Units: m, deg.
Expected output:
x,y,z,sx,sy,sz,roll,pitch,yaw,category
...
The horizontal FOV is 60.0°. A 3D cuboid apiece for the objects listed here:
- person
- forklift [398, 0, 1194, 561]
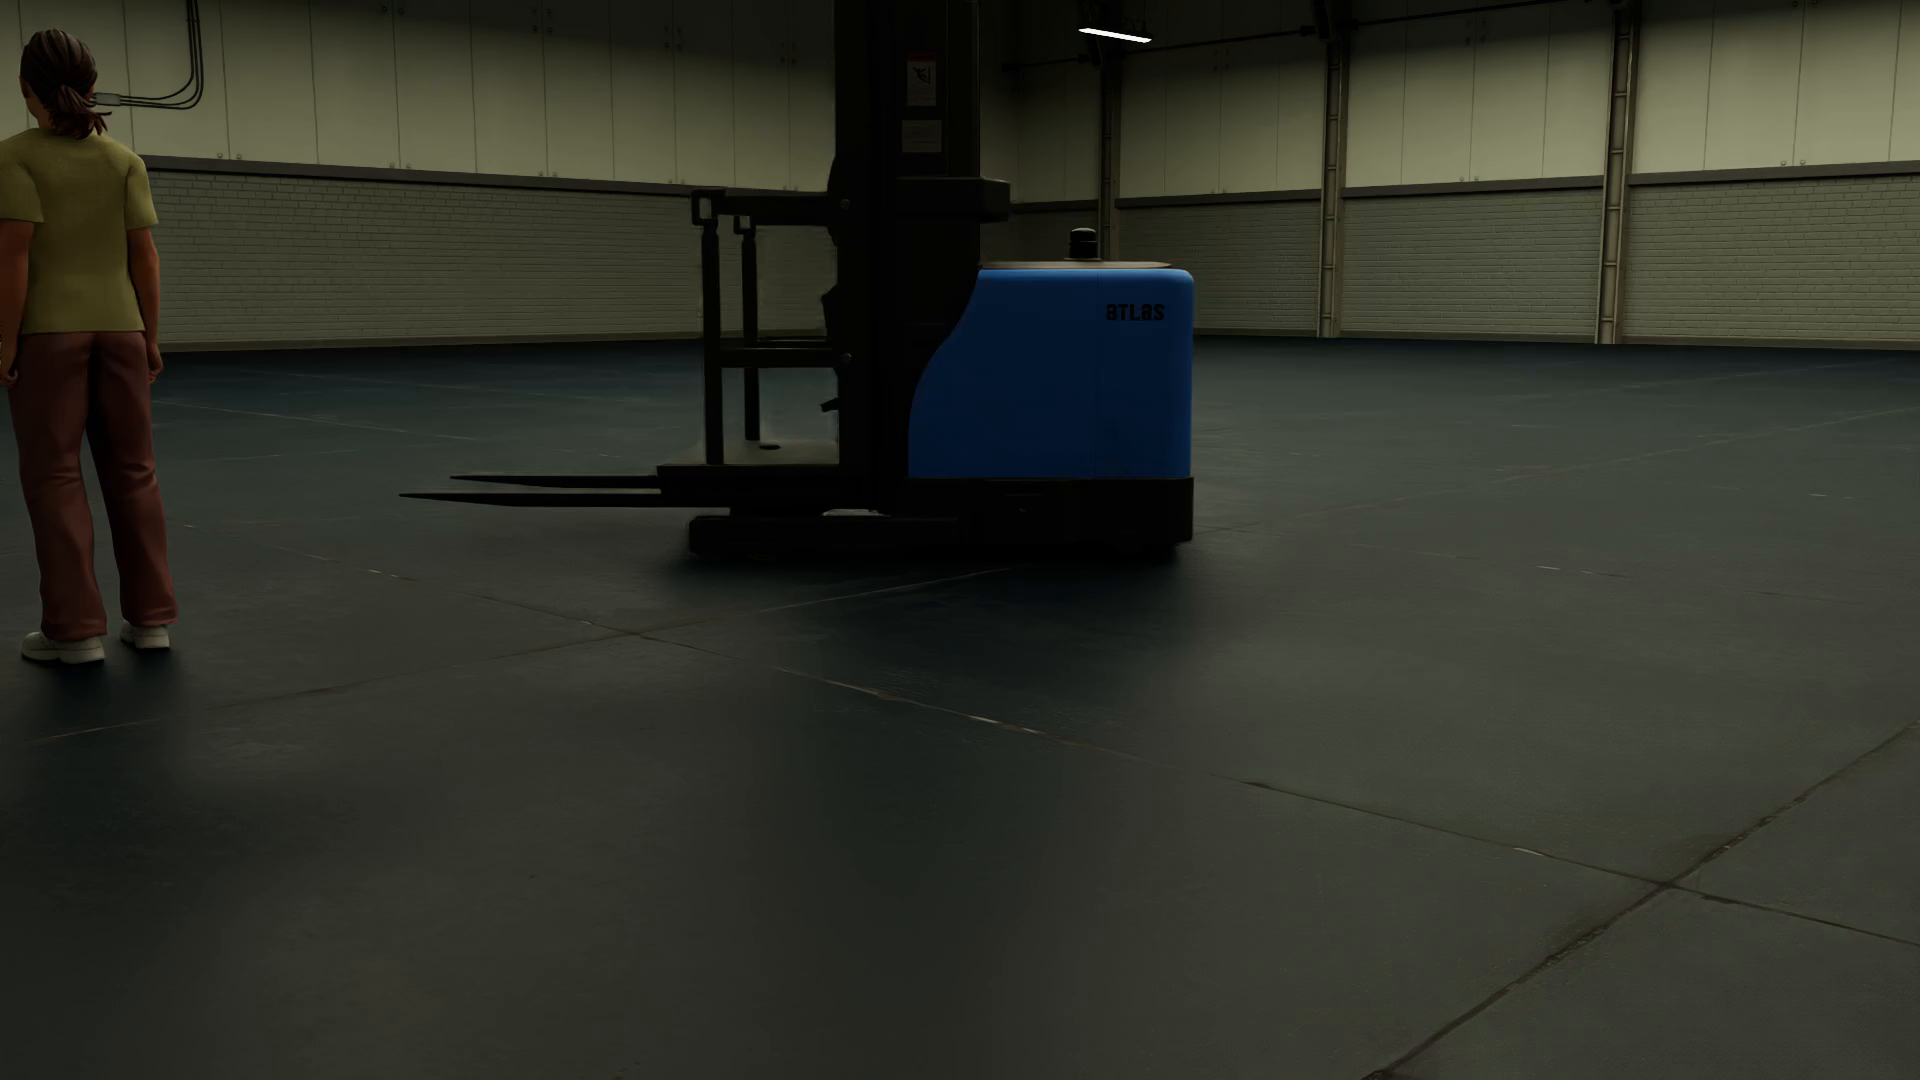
x,y,z,sx,sy,sz,roll,pitch,yaw,category
-2.390,-0.511,4.497,0.369,1.673,0.436,7,11,38,person
-0.636,-1.448,6.491,3.031,2.935,1.130,0,9,1,forklift
